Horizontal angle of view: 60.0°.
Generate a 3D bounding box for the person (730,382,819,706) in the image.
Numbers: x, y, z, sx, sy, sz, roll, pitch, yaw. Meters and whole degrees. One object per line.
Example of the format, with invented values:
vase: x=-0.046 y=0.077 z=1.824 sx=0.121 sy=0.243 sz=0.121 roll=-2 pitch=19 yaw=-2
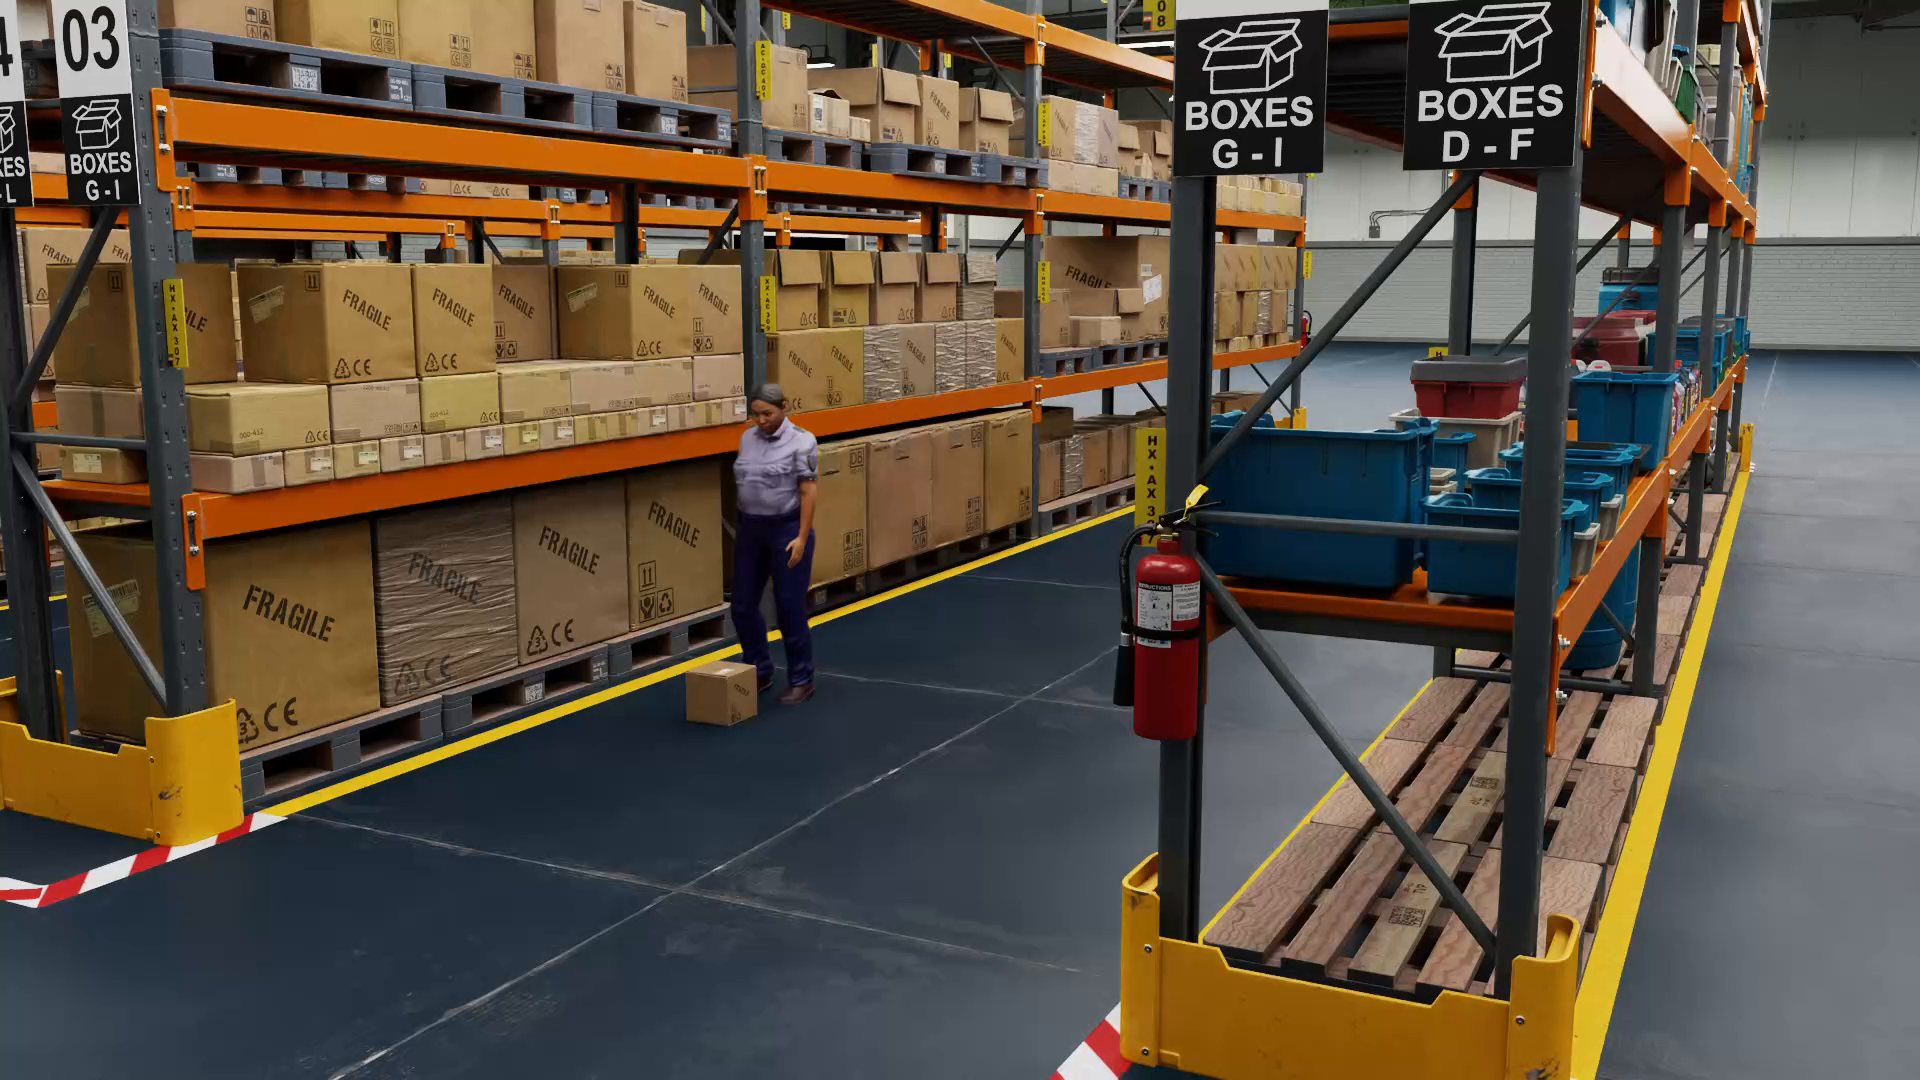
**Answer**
person: x=-0.931 y=0.008 z=8.464 sx=0.483 sy=1.633 sz=0.351 roll=5 pitch=10 yaw=27
